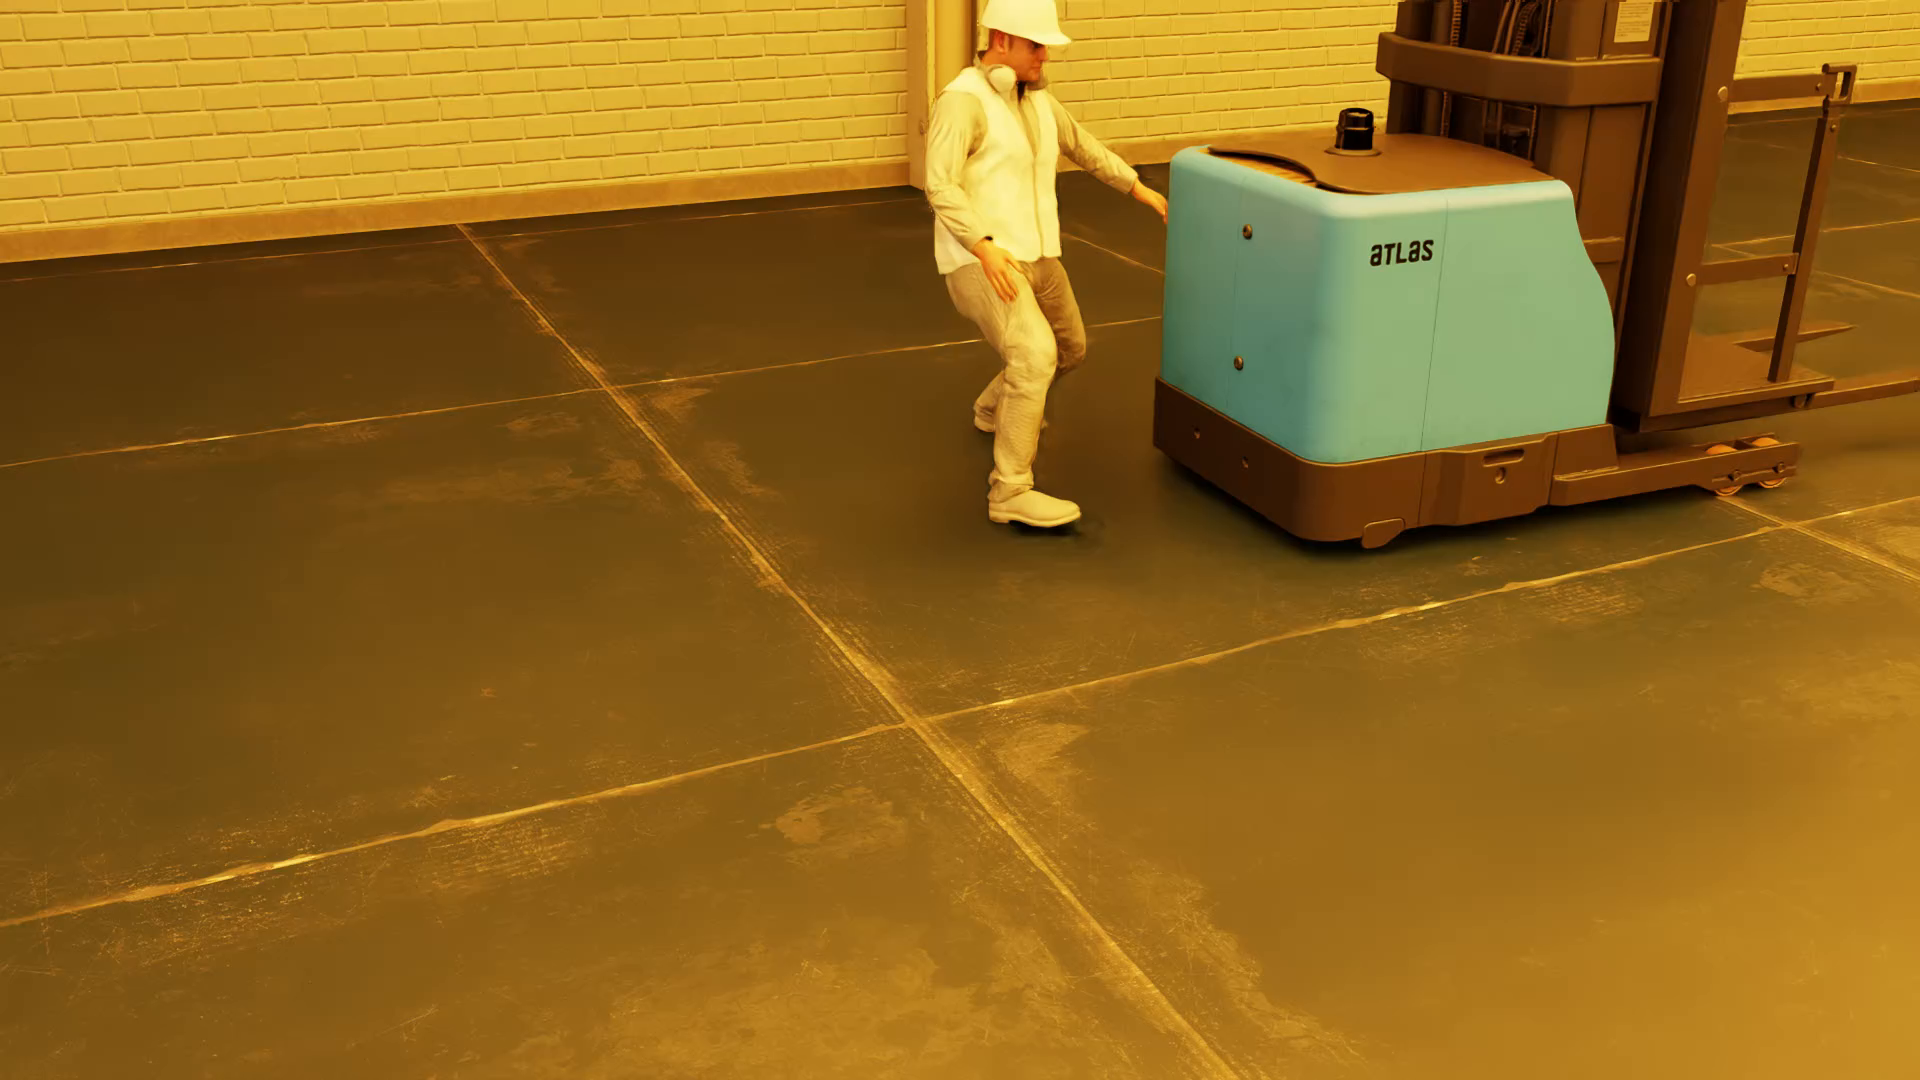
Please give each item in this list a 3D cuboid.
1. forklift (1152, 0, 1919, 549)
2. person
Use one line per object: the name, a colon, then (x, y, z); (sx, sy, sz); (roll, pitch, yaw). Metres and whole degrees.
forklift: (2.230, -1.674, 5.317); (3.031, 2.935, 1.130); (-9, 24, -20)
person: (0.242, -0.945, 5.356); (0.888, 1.632, 0.979); (16, 28, 34)
